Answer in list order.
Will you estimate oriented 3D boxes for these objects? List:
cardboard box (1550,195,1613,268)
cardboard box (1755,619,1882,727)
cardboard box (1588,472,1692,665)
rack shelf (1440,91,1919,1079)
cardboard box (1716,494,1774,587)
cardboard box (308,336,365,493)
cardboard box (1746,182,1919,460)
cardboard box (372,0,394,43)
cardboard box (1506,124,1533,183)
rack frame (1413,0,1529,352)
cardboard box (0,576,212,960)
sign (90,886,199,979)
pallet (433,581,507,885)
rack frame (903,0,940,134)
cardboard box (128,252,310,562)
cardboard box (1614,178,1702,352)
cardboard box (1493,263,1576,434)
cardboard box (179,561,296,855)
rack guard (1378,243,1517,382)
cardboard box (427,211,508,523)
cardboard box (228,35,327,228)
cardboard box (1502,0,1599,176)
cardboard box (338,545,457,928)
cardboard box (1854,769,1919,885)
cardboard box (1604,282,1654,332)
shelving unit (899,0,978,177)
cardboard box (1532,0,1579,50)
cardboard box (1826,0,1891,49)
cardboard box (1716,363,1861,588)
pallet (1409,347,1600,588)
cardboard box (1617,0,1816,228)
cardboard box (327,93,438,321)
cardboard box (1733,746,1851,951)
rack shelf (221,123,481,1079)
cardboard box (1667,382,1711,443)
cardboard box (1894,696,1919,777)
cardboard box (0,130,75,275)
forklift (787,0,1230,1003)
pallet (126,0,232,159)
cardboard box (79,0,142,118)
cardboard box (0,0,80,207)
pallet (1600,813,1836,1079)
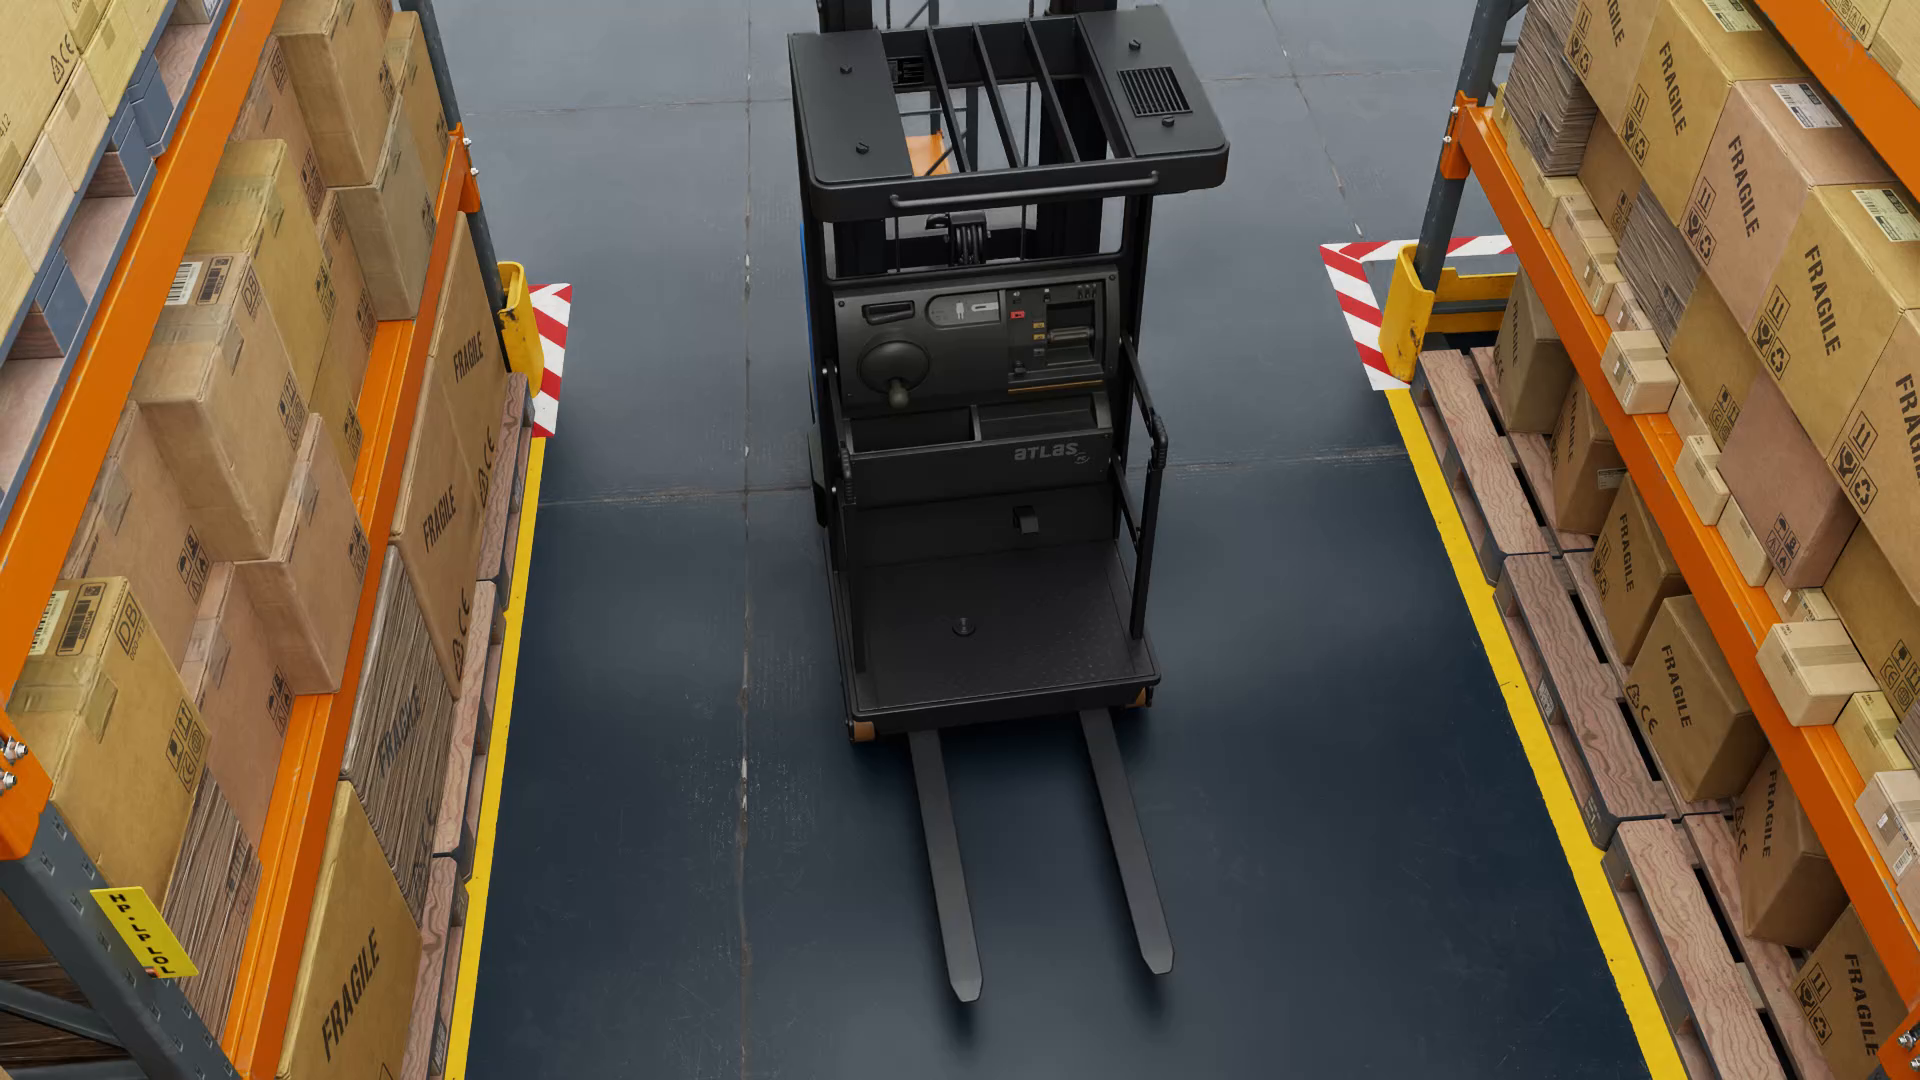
[{"bbox_3d":[2.334,-1.098,5.897,0.380,0.149,0.250,-3,47,-3],"label":"cardboard box"},{"bbox_3d":[2.418,0.354,4.521,0.380,0.149,0.250,-3,47,-3],"label":"cardboard box"},{"bbox_3d":[2.652,0.104,6.018,0.500,0.500,0.500,0,47,0],"label":"cardboard box"},{"bbox_3d":[2.666,-0.254,5.420,1.077,0.370,4.000,-3,47,-3],"label":"rack shelf"},{"bbox_3d":[2.467,-0.013,4.869,0.380,0.149,0.250,-3,47,-3],"label":"cardboard box"},{"bbox_3d":[-2.301,-0.315,4.879,0.875,0.550,0.500,-3,47,-3],"label":"cardboard box"},{"bbox_3d":[2.437,-0.567,4.259,0.500,0.500,0.500,-3,47,-3],"label":"cardboard box"},{"bbox_3d":[-2.460,-1.872,5.610,0.875,0.550,0.550,-3,47,-3],"label":"cardboard box"},{"bbox_3d":[2.287,-1.459,6.239,0.380,0.149,0.250,-3,47,-3],"label":"cardboard box"},{"bbox_3d":[2.498,-1.948,6.529,1.000,3.000,0.127,-3,47,-3],"label":"rack frame"},{"bbox_3d":[-2.114,0.482,3.380,0.875,0.550,0.550,-3,47,-3],"label":"cardboard box"},{"bbox_3d":[-1.578,0.763,3.218,0.100,0.325,0.005,-3,47,-3],"label":"sign"},{"bbox_3d":[-2.209,0.693,5.948,1.003,0.211,1.213,-3,47,-3],"label":"pallet"},{"bbox_3d":[-0.339,-1.926,7.541,0.500,1.500,0.032,-7,47,-6],"label":"rack frame"},{"bbox_3d":[-2.184,-0.308,4.128,0.875,0.550,0.550,-3,47,-3],"label":"cardboard box"},{"bbox_3d":[2.677,-0.966,5.326,0.875,0.500,0.500,-3,47,-3],"label":"cardboard box"},{"bbox_3d":[2.534,-0.780,6.855,0.500,0.500,0.500,4,47,4],"label":"cardboard box"},{"bbox_3d":[-2.229,0.460,4.145,0.875,0.550,0.550,-3,47,-3],"label":"cardboard box"},{"bbox_3d":[2.505,-1.034,7.385,1.175,0.500,0.348,-3,47,-3],"label":"rack guard"},{"bbox_3d":[-2.330,-0.647,6.471,0.875,0.875,0.875,-3,47,-3],"label":"cardboard box"},{"bbox_3d":[-2.411,-1.066,4.847,0.875,0.550,0.550,-3,47,-3],"label":"cardboard box"},{"bbox_3d":[2.517,-1.685,6.006,0.875,0.500,0.500,-3,47,-3],"label":"cardboard box"},{"bbox_3d":[-2.180,0.649,5.243,0.875,0.875,0.875,-3,47,-3],"label":"cardboard box"},{"bbox_3d":[2.511,0.713,4.182,0.380,0.149,0.250,-3,47,-3],"label":"cardboard box"},{"bbox_3d":[2.396,-0.737,5.555,0.380,0.149,0.250,-3,47,-3],"label":"cardboard box"},{"bbox_3d":[-0.258,-1.555,7.190,0.587,1.500,1.083,-7,47,-6],"label":"shelving unit"},{"bbox_3d":[2.273,-2.014,5.629,0.500,0.500,0.500,-3,47,-3],"label":"cardboard box"},{"bbox_3d":[2.417,-1.456,4.100,0.500,0.250,0.500,-2,47,-2],"label":"cardboard box"},{"bbox_3d":[2.708,-0.240,4.637,0.875,0.500,0.500,-3,47,-3],"label":"cardboard box"},{"bbox_3d":[2.538,-0.344,6.931,1.003,0.211,1.213,-3,47,-3],"label":"pallet"},{"bbox_3d":[2.351,-1.290,4.944,0.500,0.500,0.500,-3,47,-3],"label":"cardboard box"},{"bbox_3d":[-2.309,-1.109,5.631,0.875,0.550,0.550,-3,47,-3],"label":"cardboard box"},{"bbox_3d":[2.784,0.955,5.212,0.500,0.500,0.500,10,47,9],"label":"cardboard box"},{"bbox_3d":[-2.285,-0.025,5.204,1.077,0.370,4.000,-3,47,-3],"label":"rack shelf"},{"bbox_3d":[2.467,-0.377,5.214,0.380,0.149,0.250,-3,47,-3],"label":"cardboard box"},{"bbox_3d":[2.857,0.480,3.956,0.875,0.500,0.500,-3,47,-3],"label":"cardboard box"},{"bbox_3d":[-1.852,-0.602,3.003,0.380,0.149,0.250,-4,47,-3],"label":"cardboard box"},{"bbox_3d":[0.096,-0.560,5.261,1.130,2.935,3.031,-6,47,-6],"label":"forklift"},{"bbox_3d":[-2.275,-1.300,3.910,1.003,0.211,1.213,-3,47,-3],"label":"pallet"},{"bbox_3d":[-1.897,-0.970,3.352,0.380,0.149,0.250,-4,47,-4],"label":"cardboard box"},{"bbox_3d":[-1.923,-0.823,2.937,0.500,0.250,0.500,-4,47,-4],"label":"cardboard box"},{"bbox_3d":[2.742,1.421,5.259,1.003,0.211,1.213,-3,47,-3],"label":"pallet"}]
